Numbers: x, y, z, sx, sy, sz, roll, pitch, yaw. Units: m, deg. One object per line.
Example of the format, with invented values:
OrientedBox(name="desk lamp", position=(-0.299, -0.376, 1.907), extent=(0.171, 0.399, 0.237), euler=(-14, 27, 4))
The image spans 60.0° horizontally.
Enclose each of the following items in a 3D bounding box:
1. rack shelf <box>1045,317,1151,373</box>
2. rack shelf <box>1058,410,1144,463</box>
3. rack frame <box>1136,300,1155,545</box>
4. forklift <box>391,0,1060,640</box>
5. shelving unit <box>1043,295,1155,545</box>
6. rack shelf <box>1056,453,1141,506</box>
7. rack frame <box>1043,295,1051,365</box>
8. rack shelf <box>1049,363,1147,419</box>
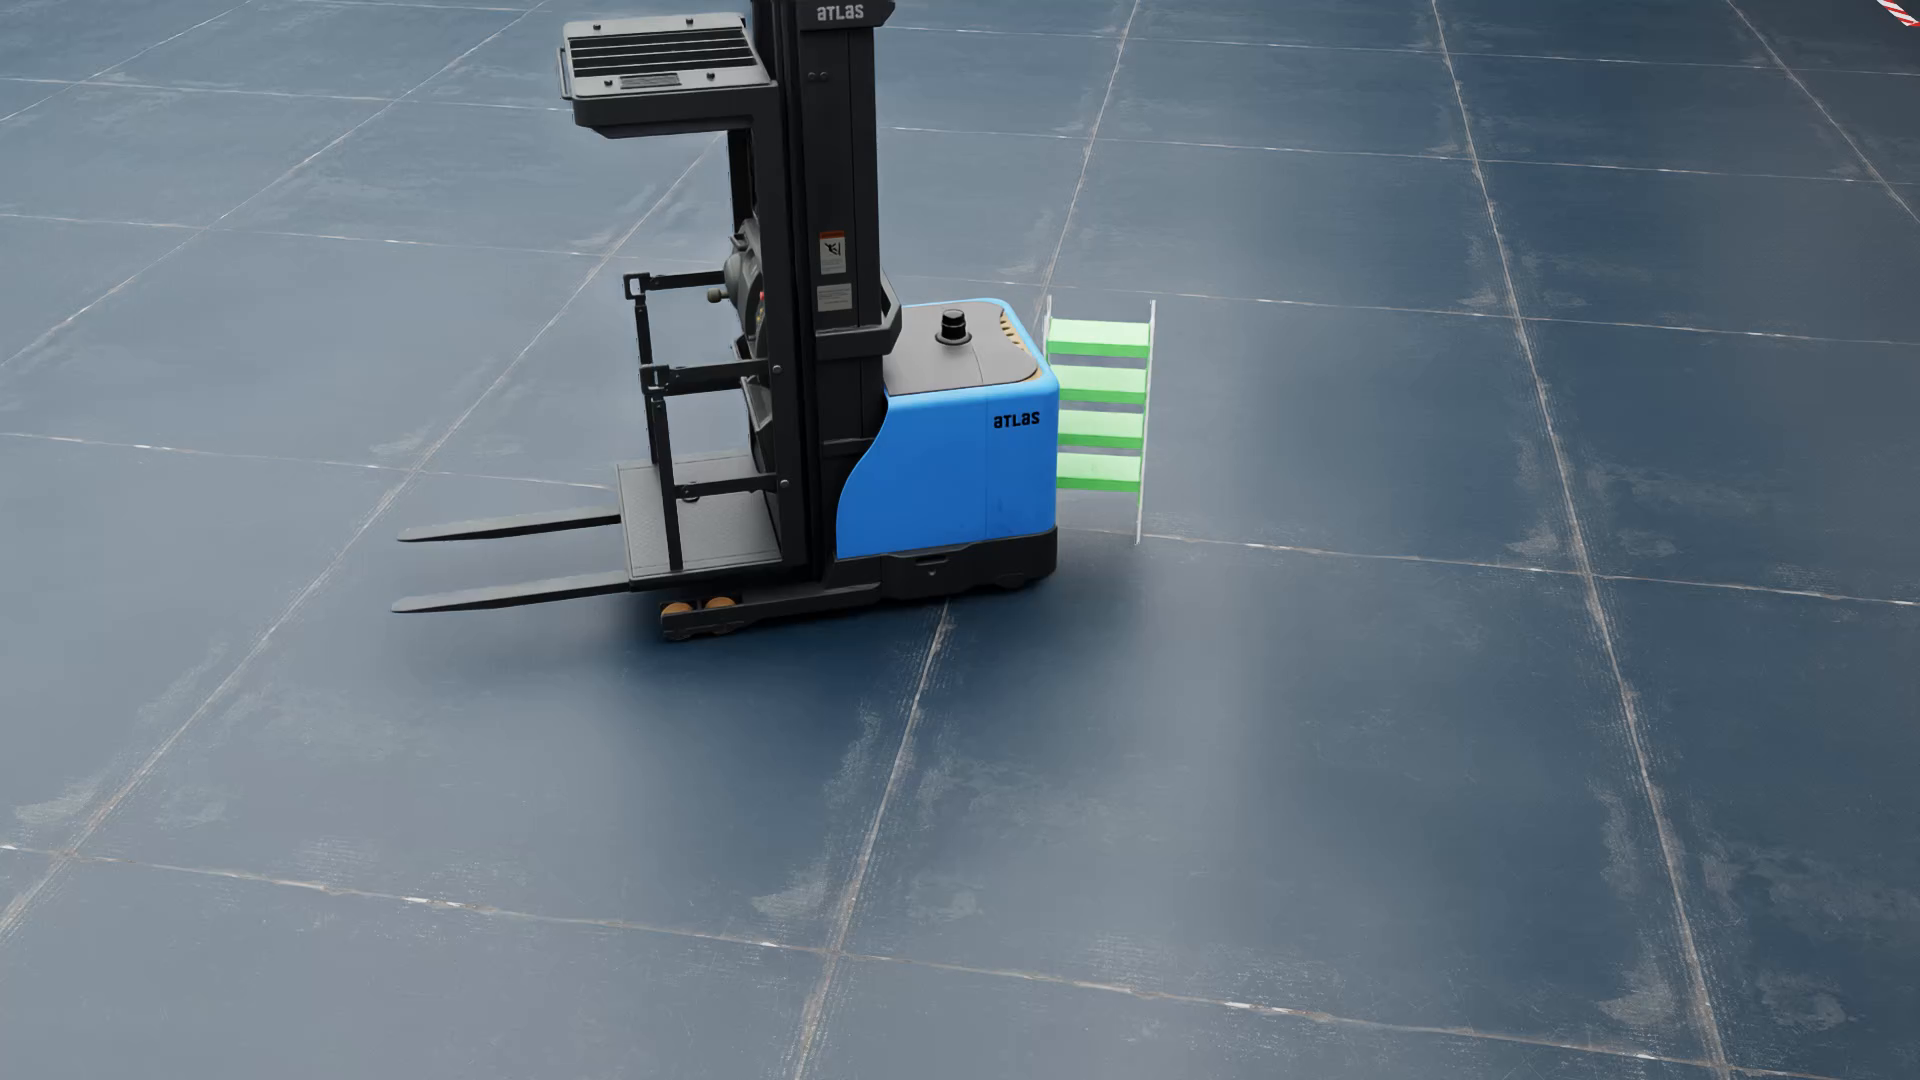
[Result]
OrientedBox(name="rack shelf", position=(0.650, -0.917, 7.800), extent=(0.480, 0.148, 0.258), euler=(4, 32, 6))
OrientedBox(name="rack shelf", position=(0.650, -0.510, 8.054), extent=(0.480, 0.148, 0.258), euler=(4, 32, 6))
OrientedBox(name="rack frame", position=(0.892, -0.549, 7.996), extent=(0.015, 1.200, 0.240), euler=(4, 32, 6))
OrientedBox(name="forklift", position=(-1.115, -1.100, 7.245), extent=(3.031, 2.935, 1.130), euler=(-7, 33, -11))
OrientedBox(name="shelving unit", position=(0.650, -0.564, 8.020), extent=(0.503, 1.200, 0.258), euler=(4, 32, 6))
OrientedBox(name="rack shelf", position=(0.650, -0.307, 8.182), extent=(0.480, 0.148, 0.258), euler=(4, 32, 6))
OrientedBox(name="rack frame", position=(0.407, -0.579, 8.044), extent=(0.015, 1.200, 0.240), euler=(4, 32, 6))
OrientedBox(name="rack shelf", position=(0.650, -0.713, 7.927), extent=(0.480, 0.148, 0.258), euler=(4, 32, 6))
